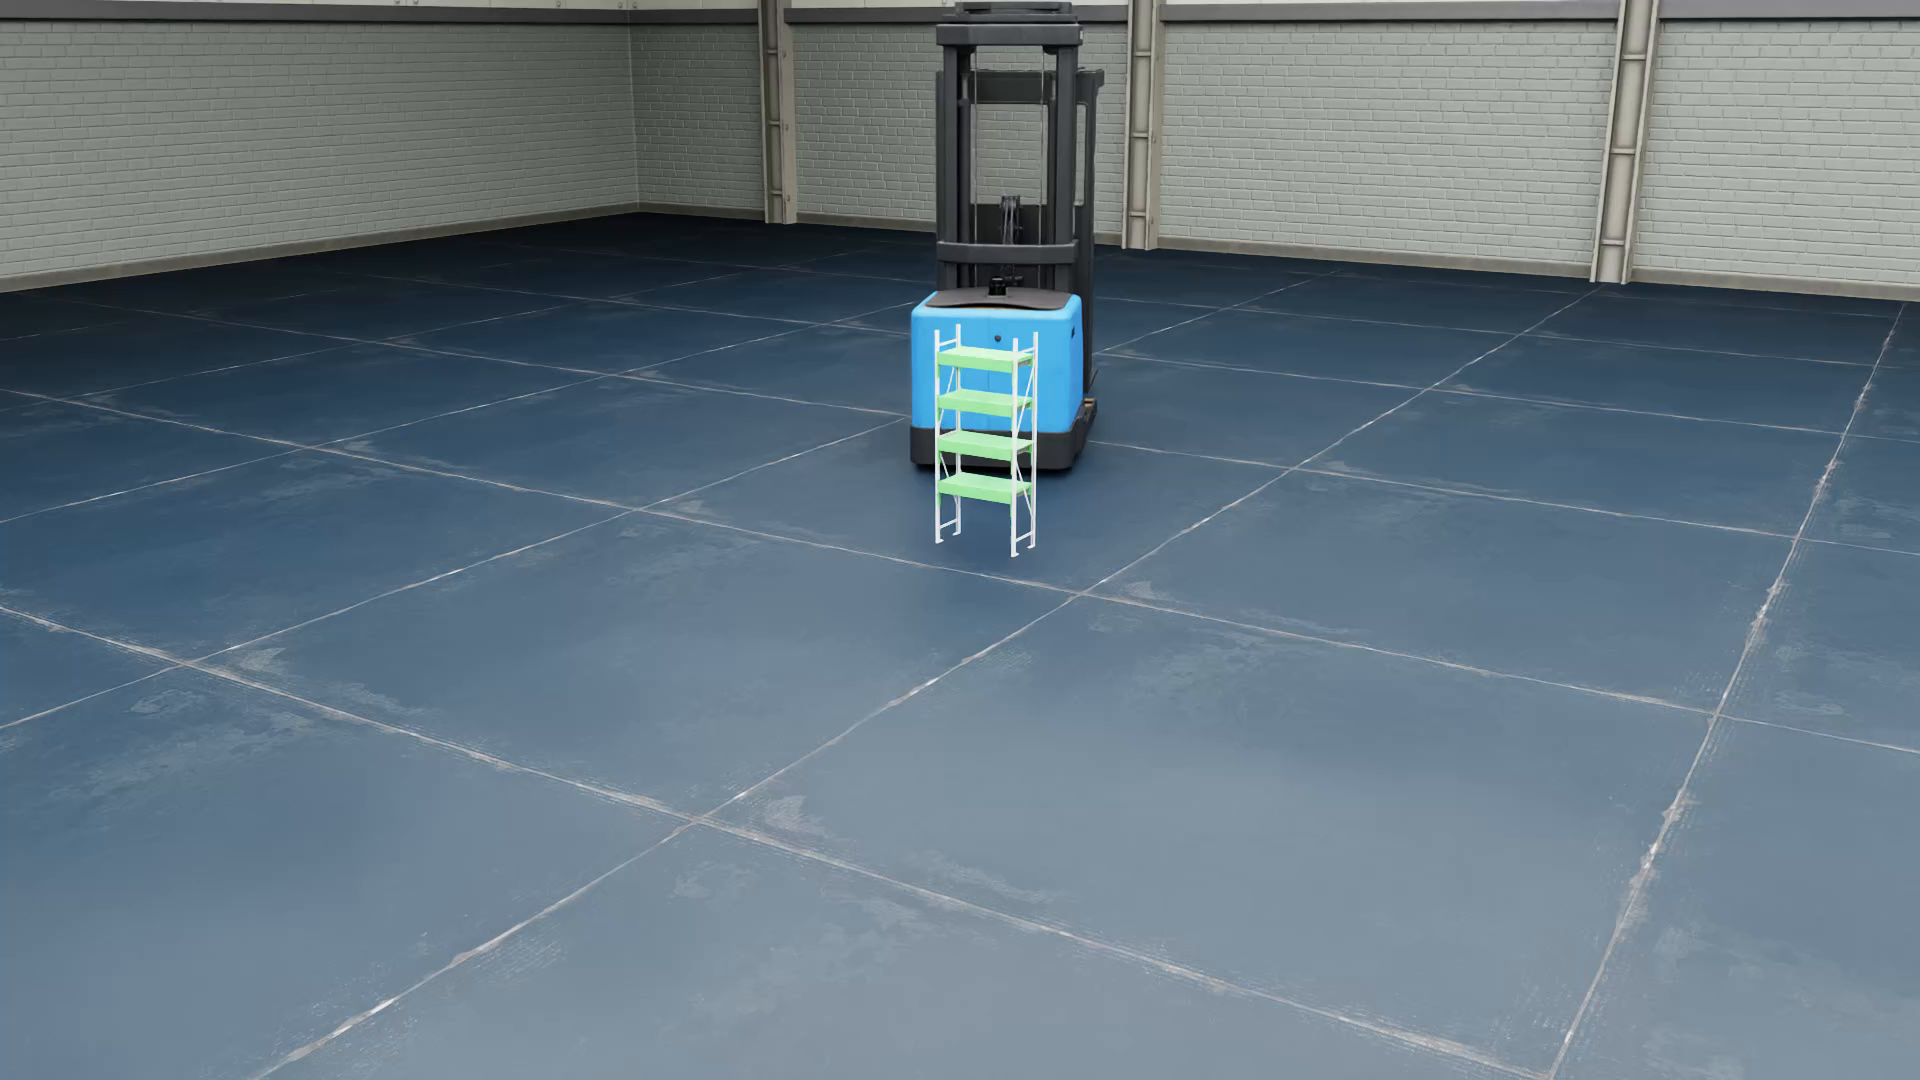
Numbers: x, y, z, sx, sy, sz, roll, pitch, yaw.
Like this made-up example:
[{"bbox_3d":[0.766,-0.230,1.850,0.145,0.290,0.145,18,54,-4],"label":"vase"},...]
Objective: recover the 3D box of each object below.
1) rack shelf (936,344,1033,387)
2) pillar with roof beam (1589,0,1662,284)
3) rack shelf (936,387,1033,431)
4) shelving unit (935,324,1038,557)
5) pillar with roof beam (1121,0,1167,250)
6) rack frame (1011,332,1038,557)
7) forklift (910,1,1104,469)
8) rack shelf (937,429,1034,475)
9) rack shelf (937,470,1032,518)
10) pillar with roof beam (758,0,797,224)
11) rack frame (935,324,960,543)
[{"bbox_3d":[0.141,-0.947,9.003,0.480,0.148,0.258,10,20,30],"label":"rack shelf"},{"bbox_3d":[5.263,-6.229,14.406,0.400,9.000,9.100,10,20,30],"label":"pillar with roof beam"},{"bbox_3d":[0.141,-0.717,9.073,0.480,0.148,0.258,10,20,30],"label":"rack shelf"},{"bbox_3d":[0.141,-0.549,9.124,0.503,1.200,0.258,10,20,30],"label":"shelving unit"},{"bbox_3d":[0.150,-7.142,17.410,0.400,9.000,9.100,10,20,30],"label":"pillar with roof beam"},{"bbox_3d":[0.349,-0.512,9.002,0.015,1.200,0.240,10,20,30],"label":"rack frame"},{"bbox_3d":[0.416,-2.238,11.707,1.130,2.935,3.031,3,17,9],"label":"forklift"},{"bbox_3d":[0.141,-0.488,9.142,0.480,0.148,0.258,10,20,30],"label":"rack shelf"},{"bbox_3d":[0.141,-0.258,9.212,0.480,0.148,0.258,10,20,30],"label":"rack shelf"},{"bbox_3d":[-4.963,-8.055,20.415,0.400,9.000,9.100,10,20,30],"label":"pillar with roof beam"},{"bbox_3d":[-0.067,-0.586,9.246,0.015,1.200,0.240,10,20,30],"label":"rack frame"}]
